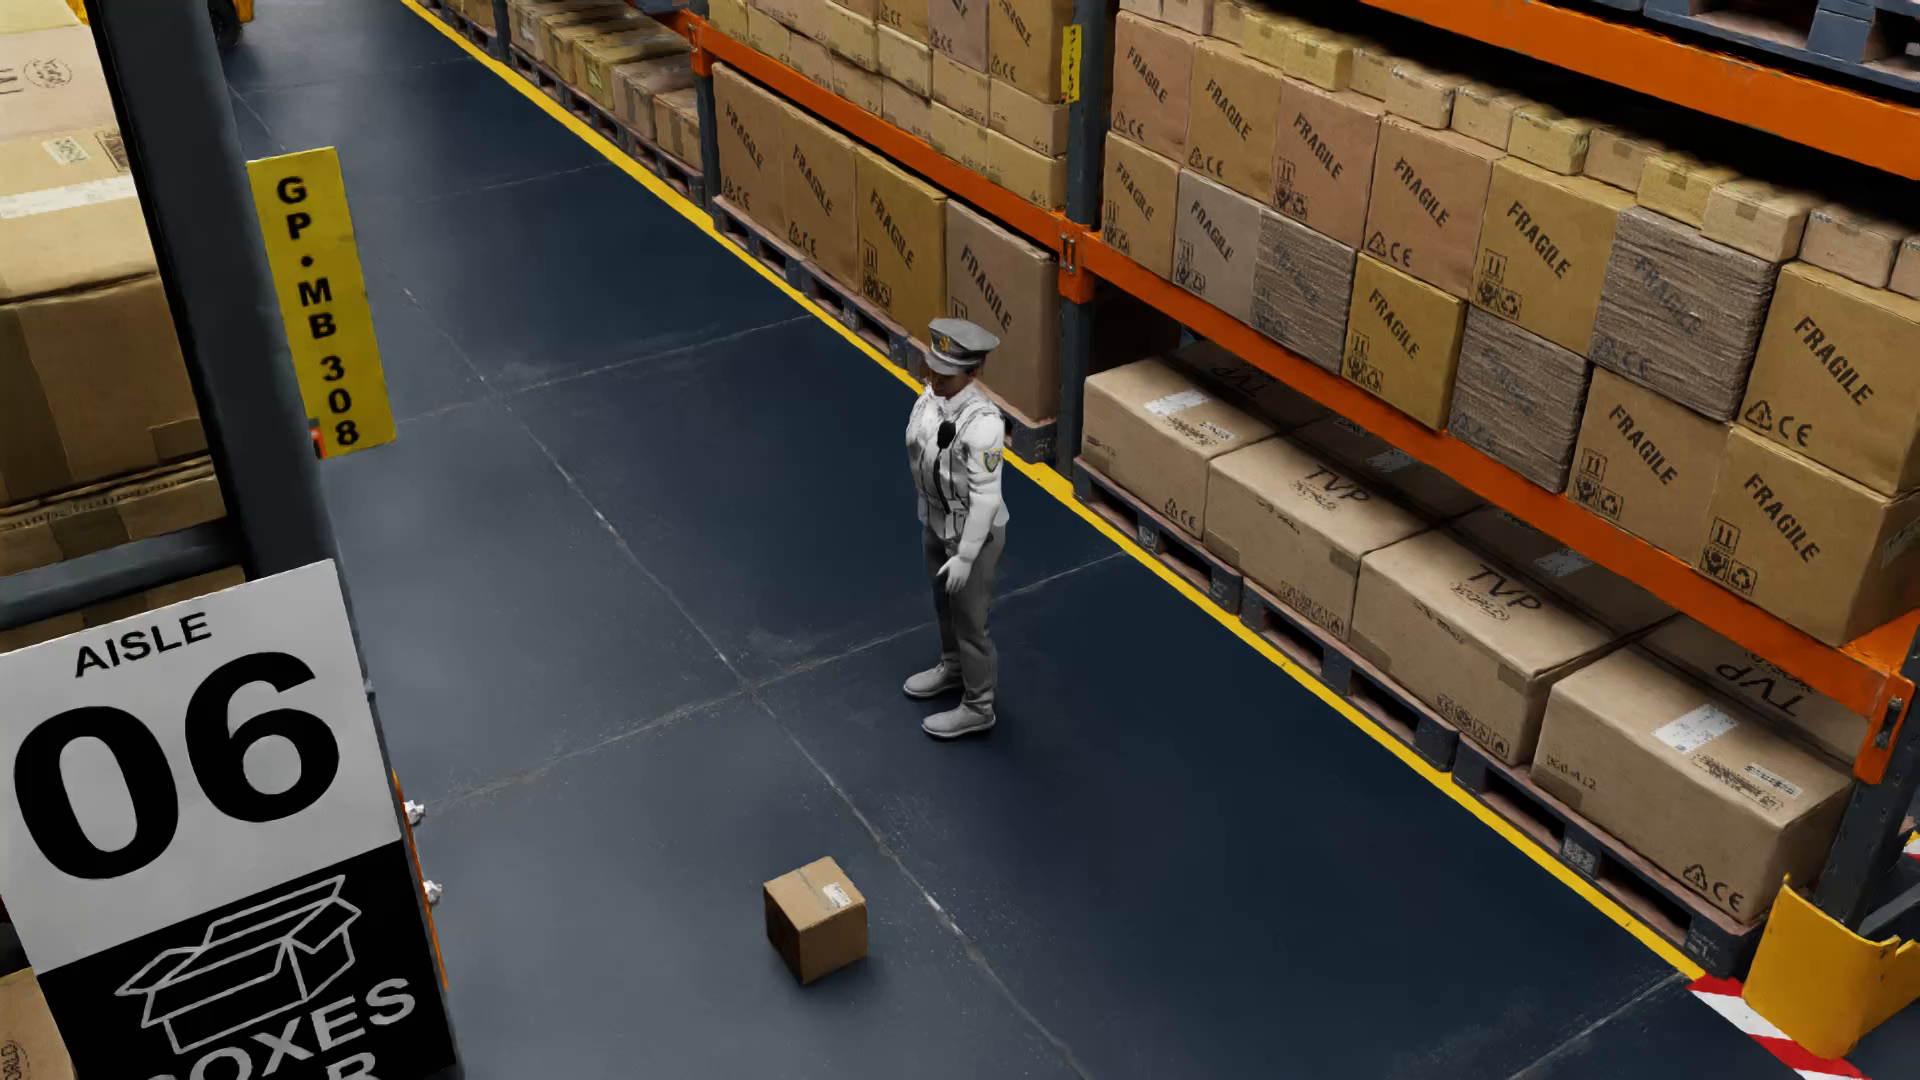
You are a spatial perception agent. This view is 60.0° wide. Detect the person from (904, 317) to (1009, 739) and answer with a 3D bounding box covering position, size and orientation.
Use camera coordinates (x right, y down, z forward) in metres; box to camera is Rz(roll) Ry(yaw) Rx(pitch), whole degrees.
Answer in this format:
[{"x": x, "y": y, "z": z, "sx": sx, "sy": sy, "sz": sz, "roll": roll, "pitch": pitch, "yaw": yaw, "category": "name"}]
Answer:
[{"x": -0.022, "y": -0.034, "z": 6.141, "sx": 0.350, "sy": 1.685, "sz": 0.506, "roll": -16, "pitch": 36, "yaw": -23, "category": "person"}]
